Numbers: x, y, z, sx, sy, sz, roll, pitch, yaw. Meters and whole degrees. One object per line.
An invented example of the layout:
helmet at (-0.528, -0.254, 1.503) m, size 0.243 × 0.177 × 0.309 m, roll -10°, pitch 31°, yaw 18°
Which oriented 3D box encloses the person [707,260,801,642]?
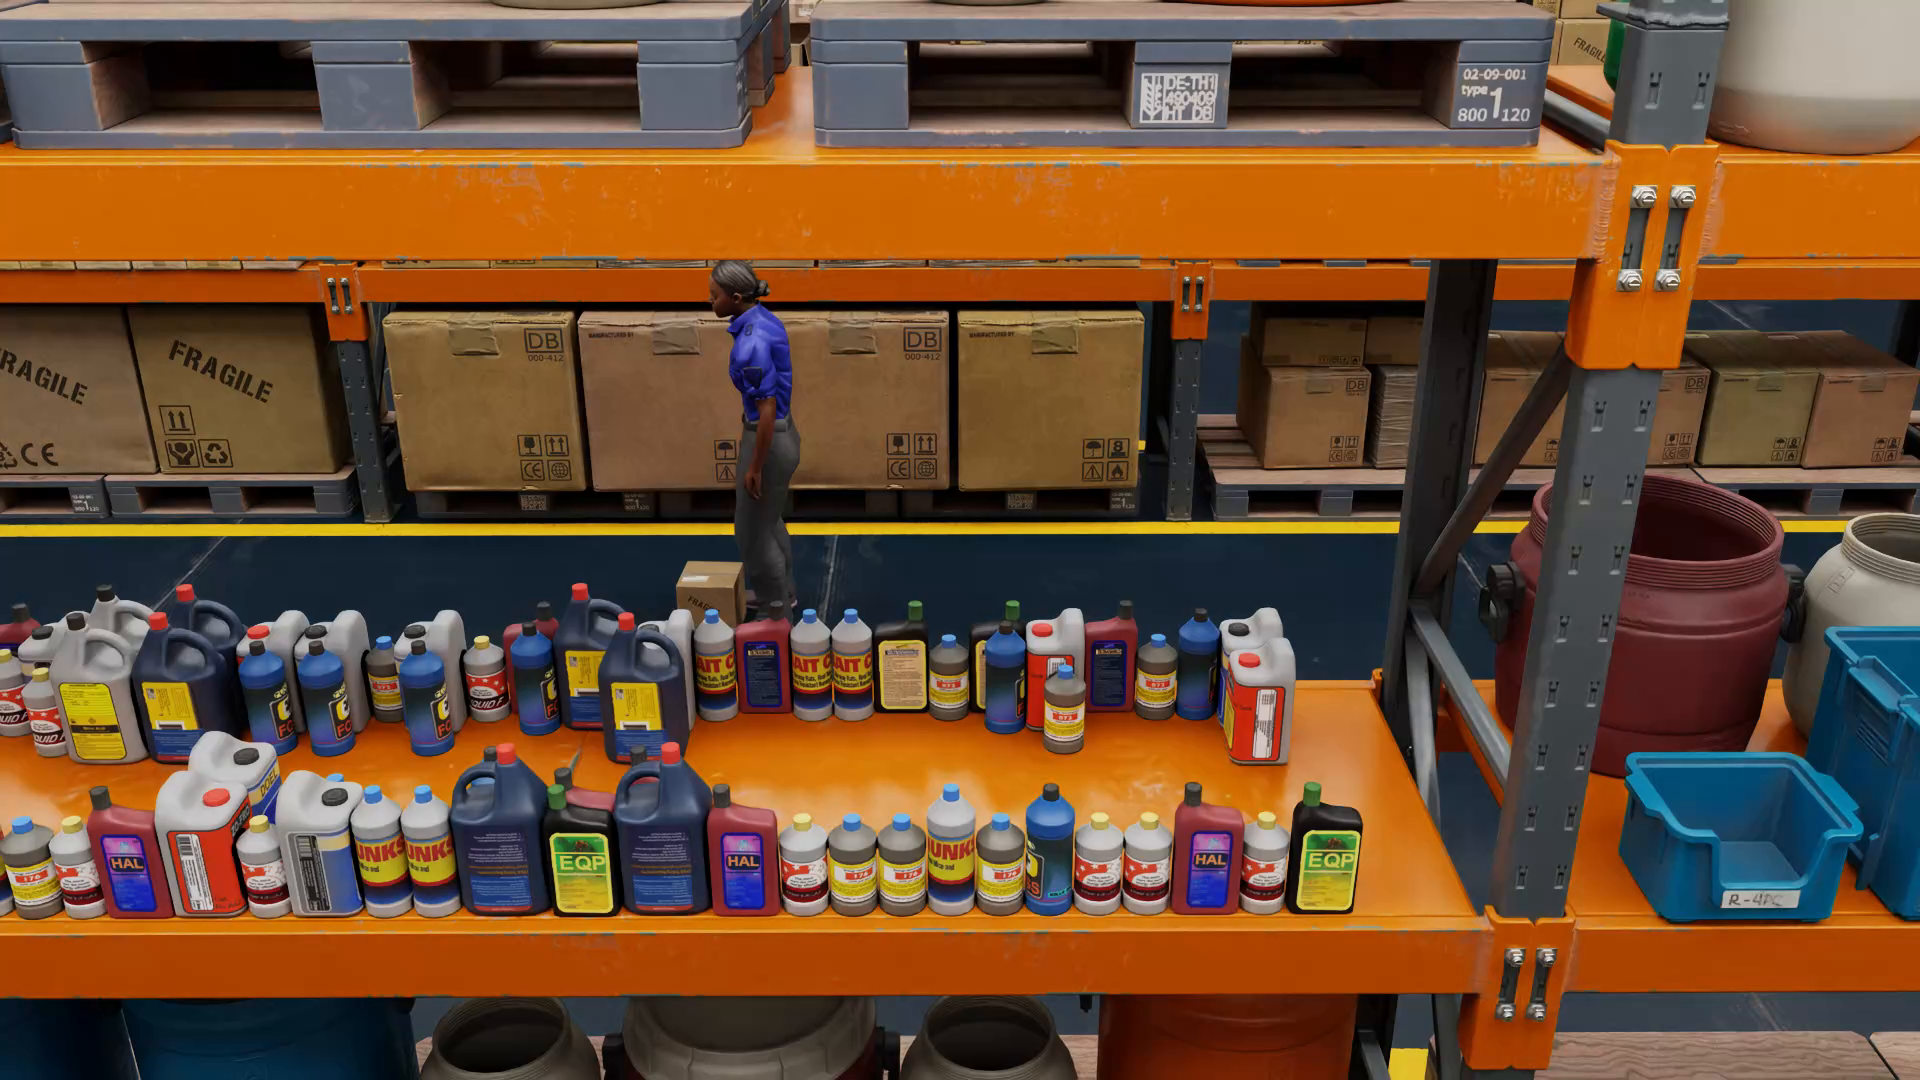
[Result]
person at (-0.843, -0.384, 6.963) m, size 0.352 × 1.653 × 0.522 m, roll -2°, pitch 24°, yaw -3°
